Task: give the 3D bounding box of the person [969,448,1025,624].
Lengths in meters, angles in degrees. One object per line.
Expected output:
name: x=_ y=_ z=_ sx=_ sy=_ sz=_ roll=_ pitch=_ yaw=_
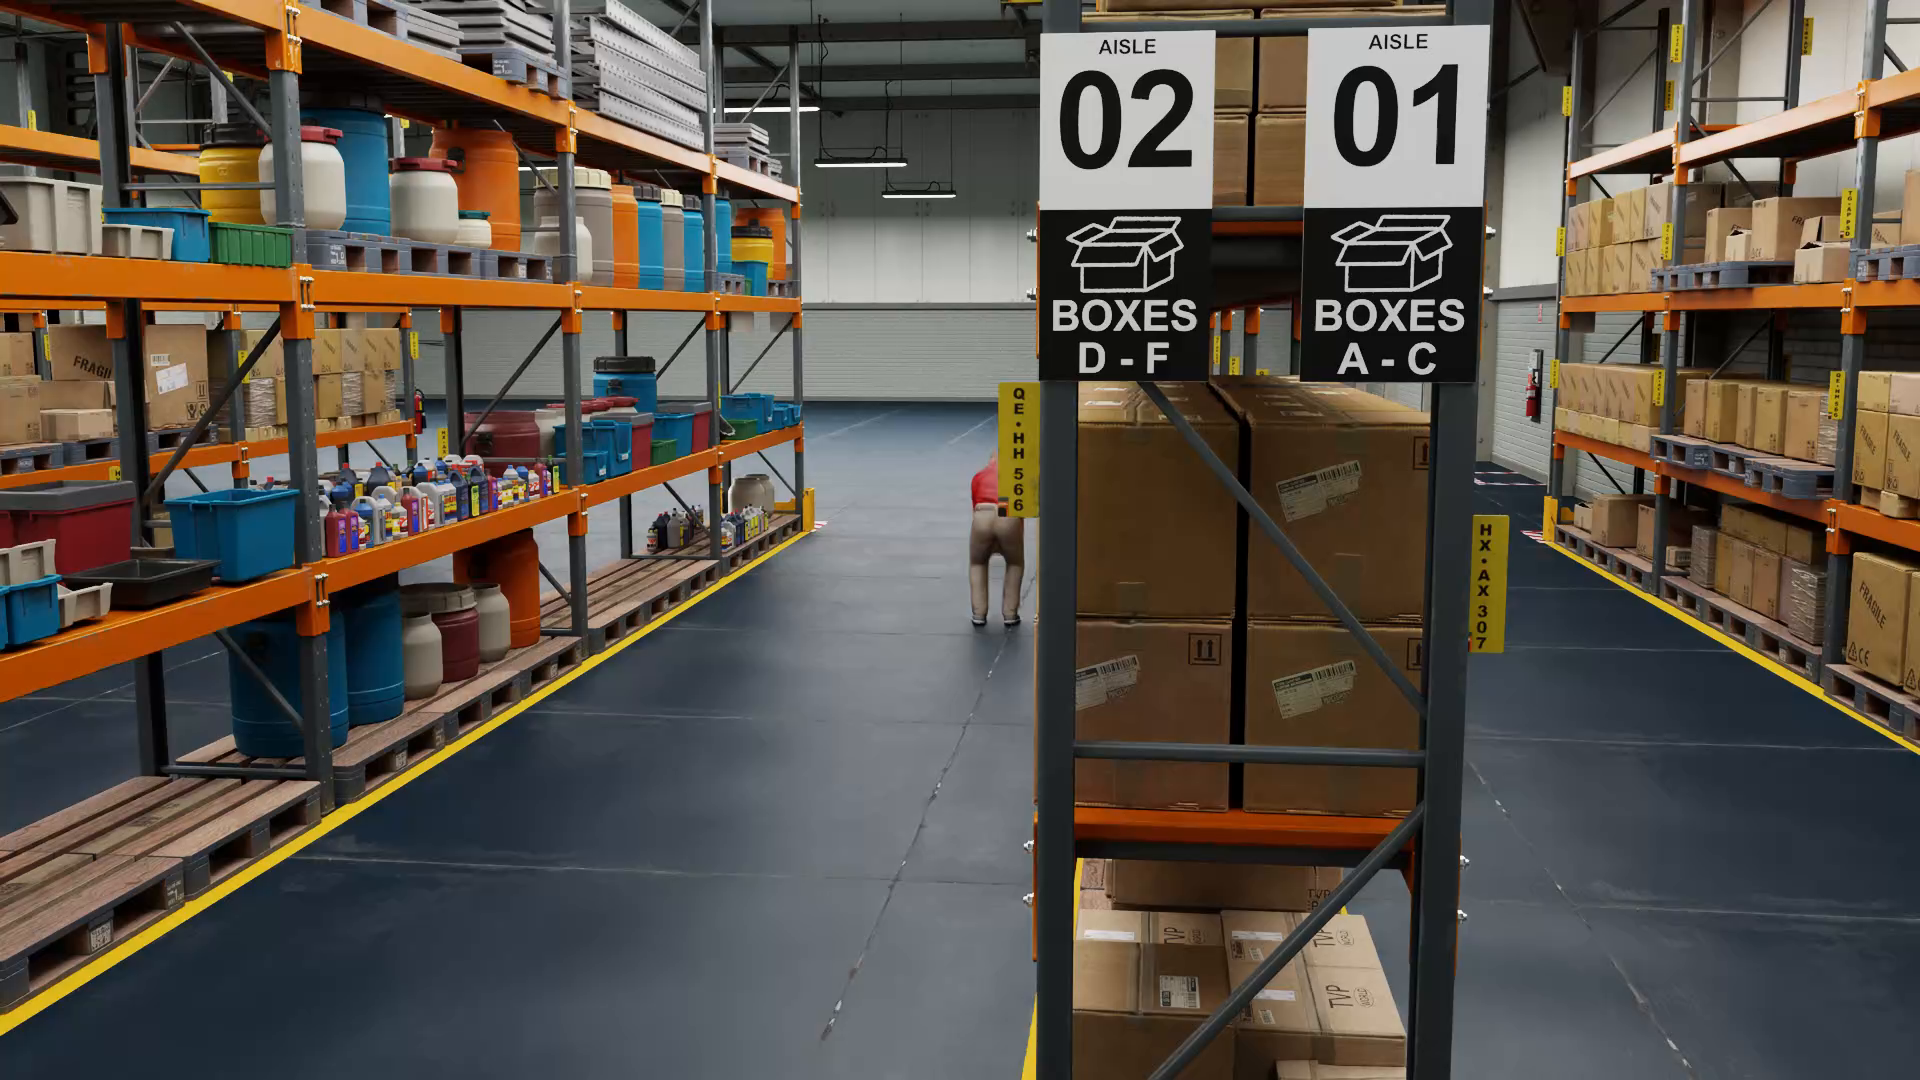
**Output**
person: x=0.322 y=-0.035 z=14.182 sx=0.476 sy=1.456 sz=0.815 roll=1 pitch=8 yaw=6
